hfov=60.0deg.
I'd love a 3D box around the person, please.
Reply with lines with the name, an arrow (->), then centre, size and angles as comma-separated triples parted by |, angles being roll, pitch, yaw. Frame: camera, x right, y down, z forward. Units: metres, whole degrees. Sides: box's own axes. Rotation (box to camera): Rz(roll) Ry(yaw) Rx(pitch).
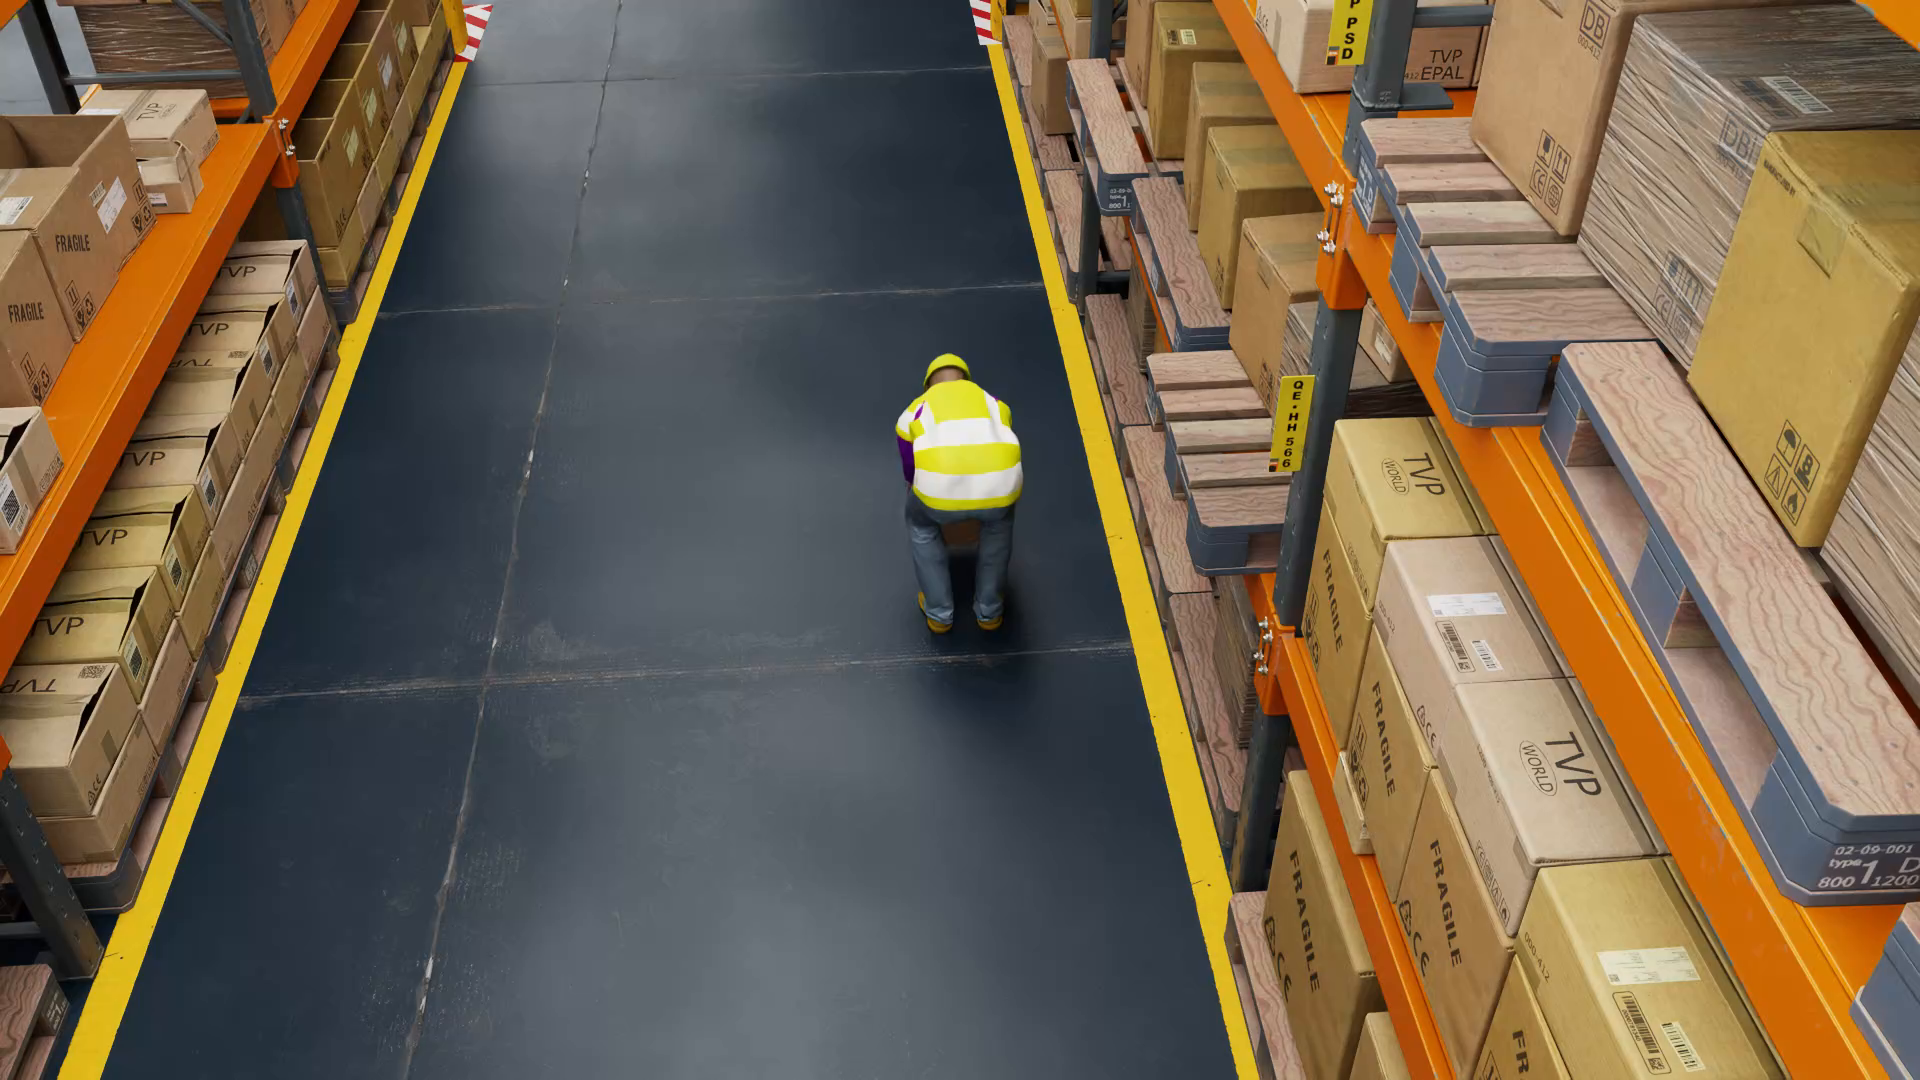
person -> 0.000, -0.348, 6.566 | 0.569, 1.767, 0.482 | -4, 39, -5
